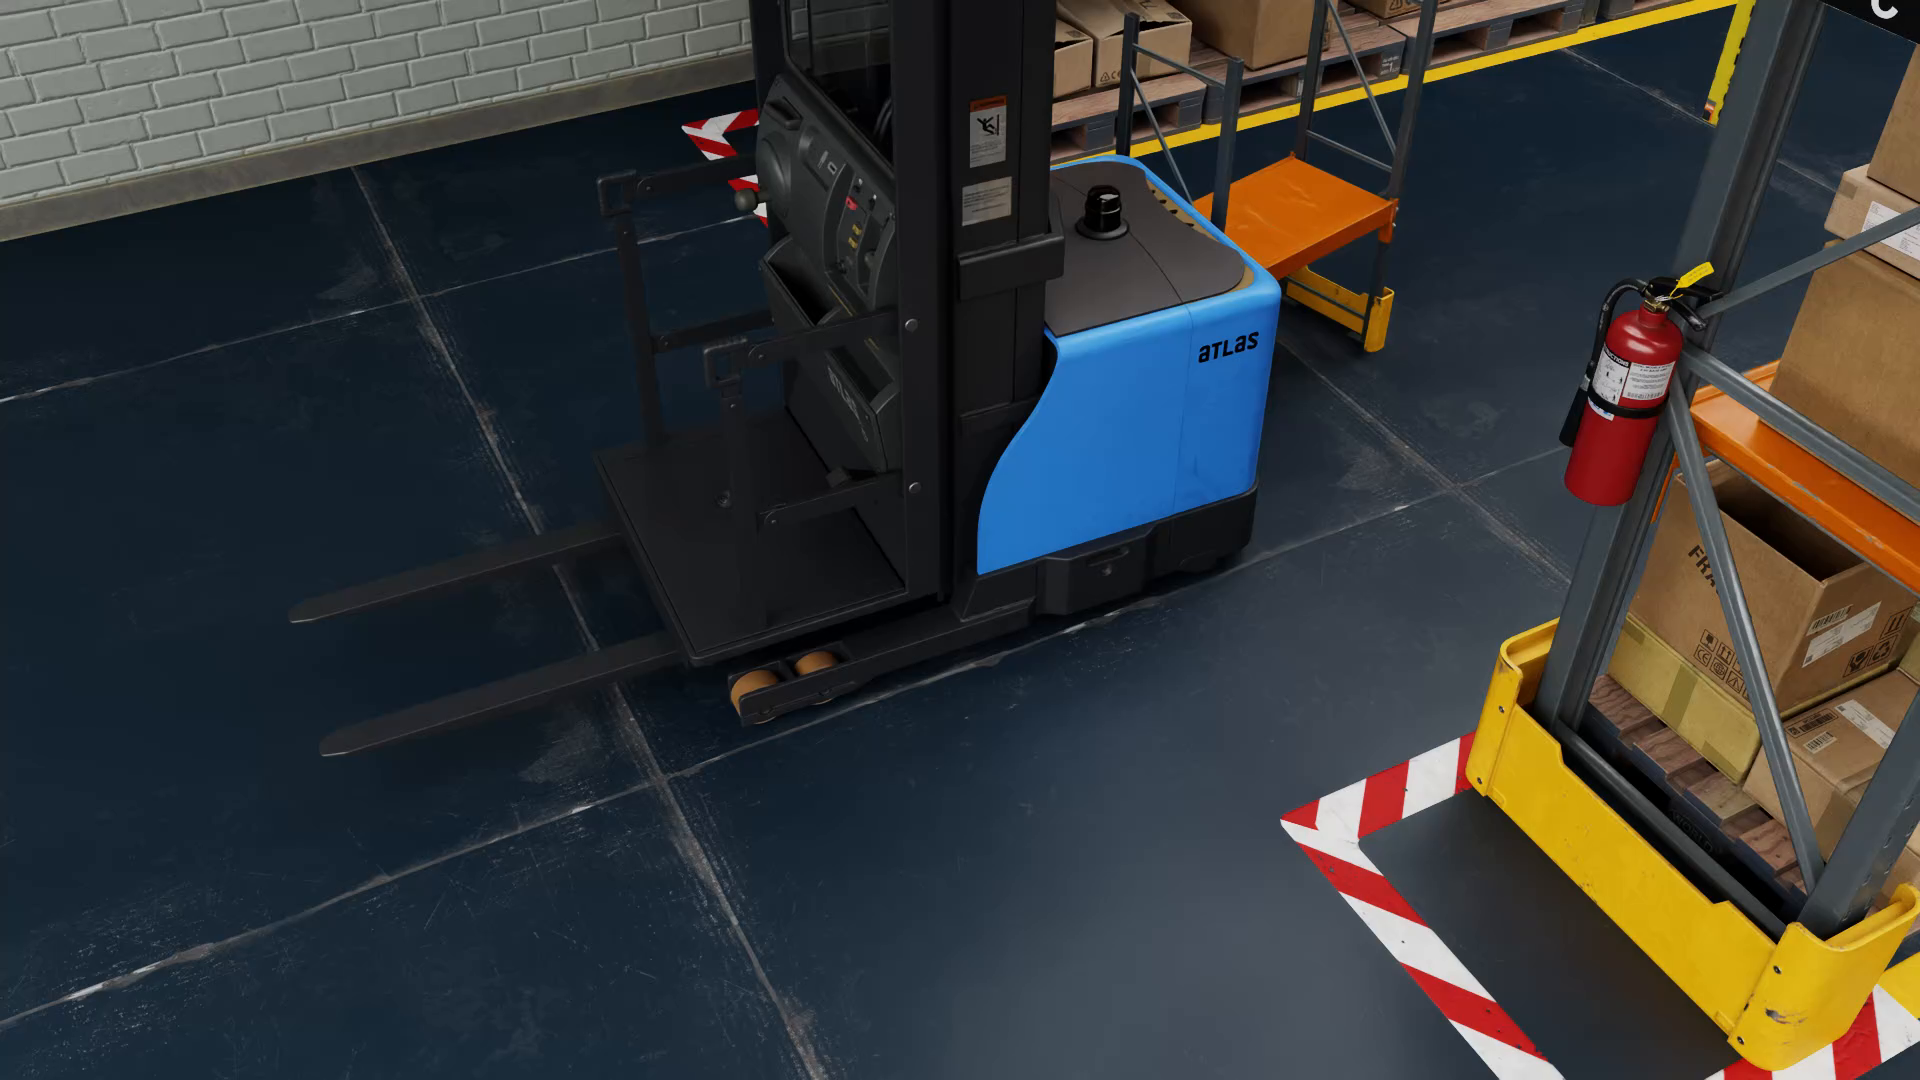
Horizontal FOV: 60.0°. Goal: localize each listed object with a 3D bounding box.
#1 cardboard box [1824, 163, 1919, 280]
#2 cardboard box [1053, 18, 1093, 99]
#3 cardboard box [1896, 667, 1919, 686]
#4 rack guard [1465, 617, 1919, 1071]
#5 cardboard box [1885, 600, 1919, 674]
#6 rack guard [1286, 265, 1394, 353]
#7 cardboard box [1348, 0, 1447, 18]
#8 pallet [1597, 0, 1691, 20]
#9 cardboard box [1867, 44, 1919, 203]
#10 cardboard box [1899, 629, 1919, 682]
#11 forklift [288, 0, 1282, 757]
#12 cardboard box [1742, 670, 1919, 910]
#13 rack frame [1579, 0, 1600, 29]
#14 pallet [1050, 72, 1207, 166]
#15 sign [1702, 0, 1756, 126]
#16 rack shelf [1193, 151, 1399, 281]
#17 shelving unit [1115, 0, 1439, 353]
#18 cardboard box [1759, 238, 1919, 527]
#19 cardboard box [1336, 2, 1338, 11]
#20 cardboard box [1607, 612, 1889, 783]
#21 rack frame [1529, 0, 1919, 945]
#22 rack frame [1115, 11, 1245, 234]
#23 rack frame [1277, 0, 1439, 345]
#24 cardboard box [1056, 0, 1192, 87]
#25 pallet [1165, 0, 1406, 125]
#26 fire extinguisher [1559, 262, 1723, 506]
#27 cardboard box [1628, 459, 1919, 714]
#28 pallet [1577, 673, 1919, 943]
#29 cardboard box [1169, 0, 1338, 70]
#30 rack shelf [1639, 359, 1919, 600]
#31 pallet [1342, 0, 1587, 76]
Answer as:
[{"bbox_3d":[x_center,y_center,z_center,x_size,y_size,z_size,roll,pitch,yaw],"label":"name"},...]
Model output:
[{"bbox_3d":[2.170,-0.699,3.674,0.250,0.149,0.380,-19,44,-21],"label":"cardboard box"},{"bbox_3d":[0.283,-2.324,7.914,0.500,0.311,0.500,-24,46,-25],"label":"cardboard box"},{"bbox_3d":[2.939,0.515,4.623,0.500,0.250,0.500,-19,44,-21],"label":"cardboard box"},{"bbox_3d":[1.898,0.771,4.452,0.348,0.500,1.175,-19,44,-21],"label":"rack guard"},{"bbox_3d":[2.696,0.214,4.979,0.500,0.250,0.500,-19,44,-21],"label":"cardboard box"},{"bbox_3d":[1.484,-0.998,6.736,0.087,0.250,0.587,-29,48,-30],"label":"rack guard"},{"bbox_3d":[2.273,-3.102,8.687,0.500,0.500,0.500,-22,45,-24],"label":"cardboard box"},{"bbox_3d":[3.865,-3.390,9.591,1.213,0.211,1.003,-19,44,-21],"label":"pallet"},{"bbox_3d":[2.386,-0.871,3.376,0.500,0.500,0.700,-18,44,-20],"label":"cardboard box"},{"bbox_3d":[2.940,0.230,4.379,0.500,0.500,0.500,-19,44,-21],"label":"cardboard box"},{"bbox_3d":[-0.568,-0.947,4.601,3.031,2.935,1.130,-17,43,-19],"label":"forklift"},{"bbox_3d":[2.497,0.667,4.444,0.500,0.250,0.500,-19,44,-21],"label":"cardboard box"},{"bbox_3d":[3.175,-4.221,8.415,0.127,3.000,1.000,-19,44,-21],"label":"rack frame"},{"bbox_3d":[0.432,-2.208,8.195,1.213,0.211,1.003,-19,44,-21],"label":"pallet"},{"bbox_3d":[1.681,-1.037,3.574,0.005,0.325,0.100,-19,44,-21],"label":"sign"},{"bbox_3d":[1.101,-1.123,6.194,1.000,0.185,0.538,-29,48,-30],"label":"rack shelf"},{"bbox_3d":[1.107,-1.264,6.083,1.083,1.500,0.587,-29,48,-30],"label":"shelving unit"},{"bbox_3d":[2.339,-0.360,3.776,0.500,0.500,0.700,-19,44,-21],"label":"cardboard box"},{"bbox_3d":[1.747,-2.835,8.644,0.250,0.149,0.380,-22,45,-24],"label":"cardboard box"},{"bbox_3d":[2.258,0.370,4.794,0.500,0.250,0.500,-19,44,-21],"label":"cardboard box"},{"bbox_3d":[1.919,-0.190,3.653,0.127,3.000,1.000,-19,44,-21],"label":"rack frame"},{"bbox_3d":[0.717,-1.045,5.824,0.032,1.500,0.500,-29,48,-30],"label":"rack frame"},{"bbox_3d":[1.485,-1.476,6.332,0.032,1.500,0.500,-29,48,-30],"label":"rack frame"},{"bbox_3d":[0.788,-2.494,8.115,0.500,0.311,0.500,-15,43,-17],"label":"cardboard box"},{"bbox_3d":[1.512,-2.569,8.622,1.213,0.211,1.003,-19,44,-21],"label":"pallet"},{"bbox_3d":[1.599,-0.391,3.950,0.183,0.674,0.296,-19,44,-21],"label":"fire extinguisher"},{"bbox_3d":[2.257,0.083,4.553,0.500,0.500,0.500,-19,44,-21],"label":"cardboard box"},{"bbox_3d":[2.578,0.622,4.851,1.213,0.211,1.003,-19,44,-21],"label":"pallet"},{"bbox_3d":[1.462,-2.756,8.279,0.500,0.500,0.700,-21,45,-23],"label":"cardboard box"},{"bbox_3d":[3.693,-0.512,4.590,4.000,0.370,1.077,-19,44,-21],"label":"rack shelf"},{"bbox_3d":[2.596,-2.936,9.055,1.213,0.211,1.003,-19,44,-21],"label":"pallet"}]
